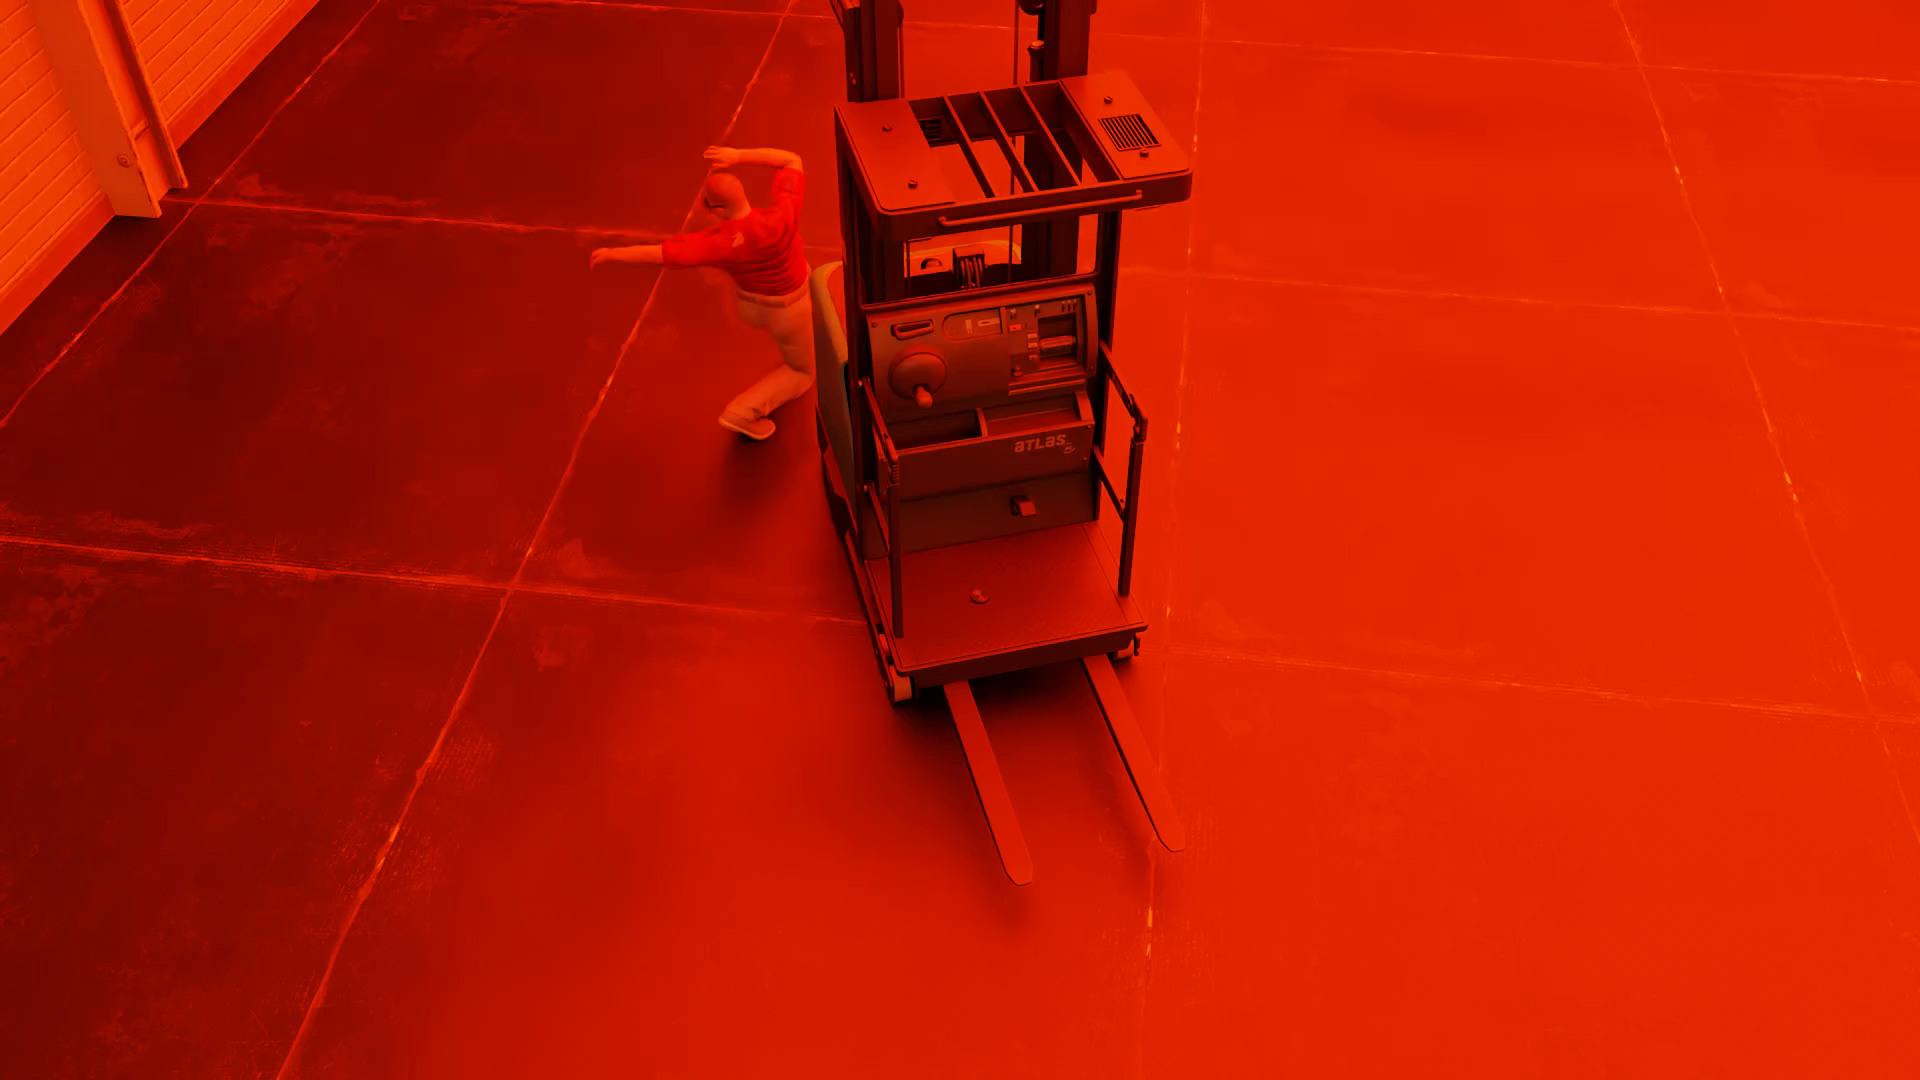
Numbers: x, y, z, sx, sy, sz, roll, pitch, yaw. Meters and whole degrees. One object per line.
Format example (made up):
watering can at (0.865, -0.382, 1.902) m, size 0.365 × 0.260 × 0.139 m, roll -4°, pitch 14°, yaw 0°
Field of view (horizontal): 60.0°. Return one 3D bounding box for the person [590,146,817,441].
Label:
person at (-1.186, -1.309, 8.282) m, size 1.029 × 1.461 × 0.920 m, roll 16°, pitch 45°, yaw 16°

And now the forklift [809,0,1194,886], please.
forklift at (0.153, -0.681, 6.465) m, size 1.130 × 2.935 × 3.031 m, roll -10°, pitch 44°, yaw -11°
